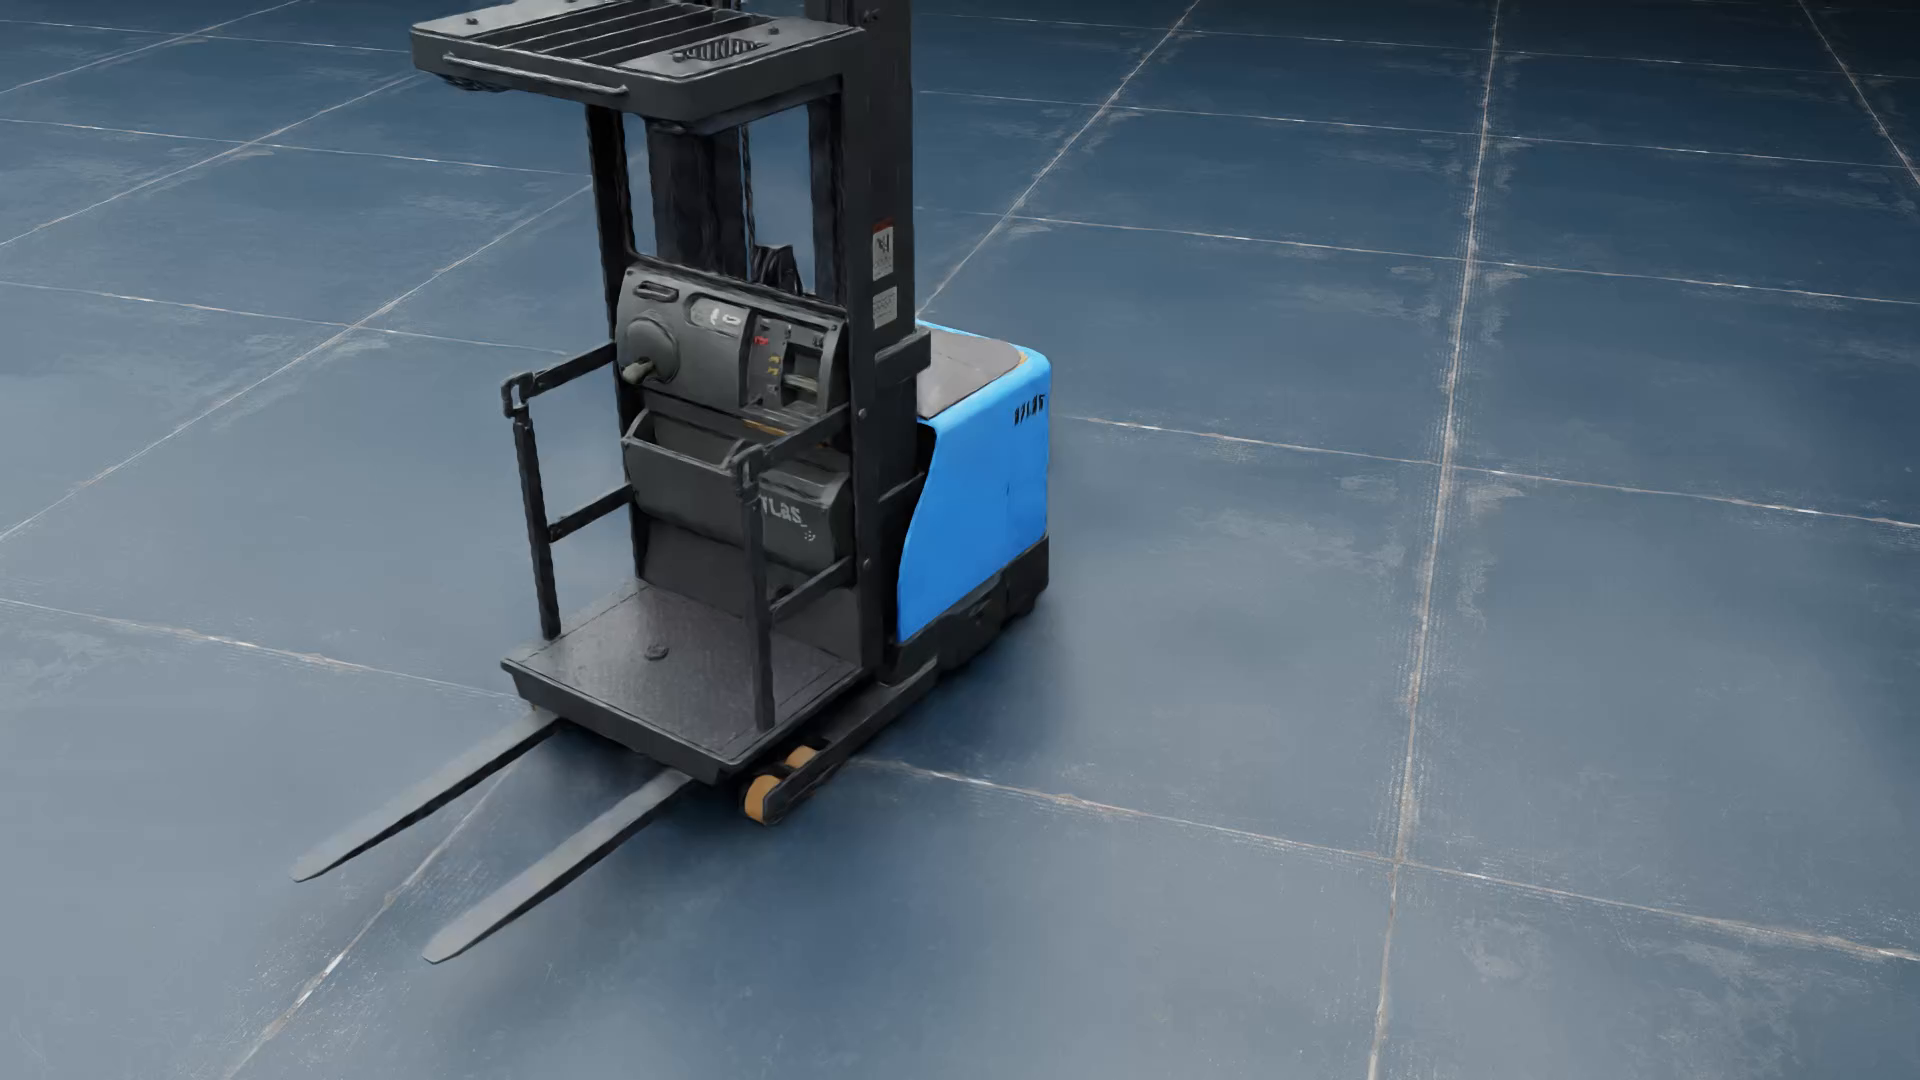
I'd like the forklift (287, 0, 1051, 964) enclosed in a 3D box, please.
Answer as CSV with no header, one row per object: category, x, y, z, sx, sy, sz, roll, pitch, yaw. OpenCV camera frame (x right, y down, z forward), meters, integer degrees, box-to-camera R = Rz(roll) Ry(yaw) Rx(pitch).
forklift,-0.889,-0.597,5.308,1.130,2.935,3.031,18,34,30
